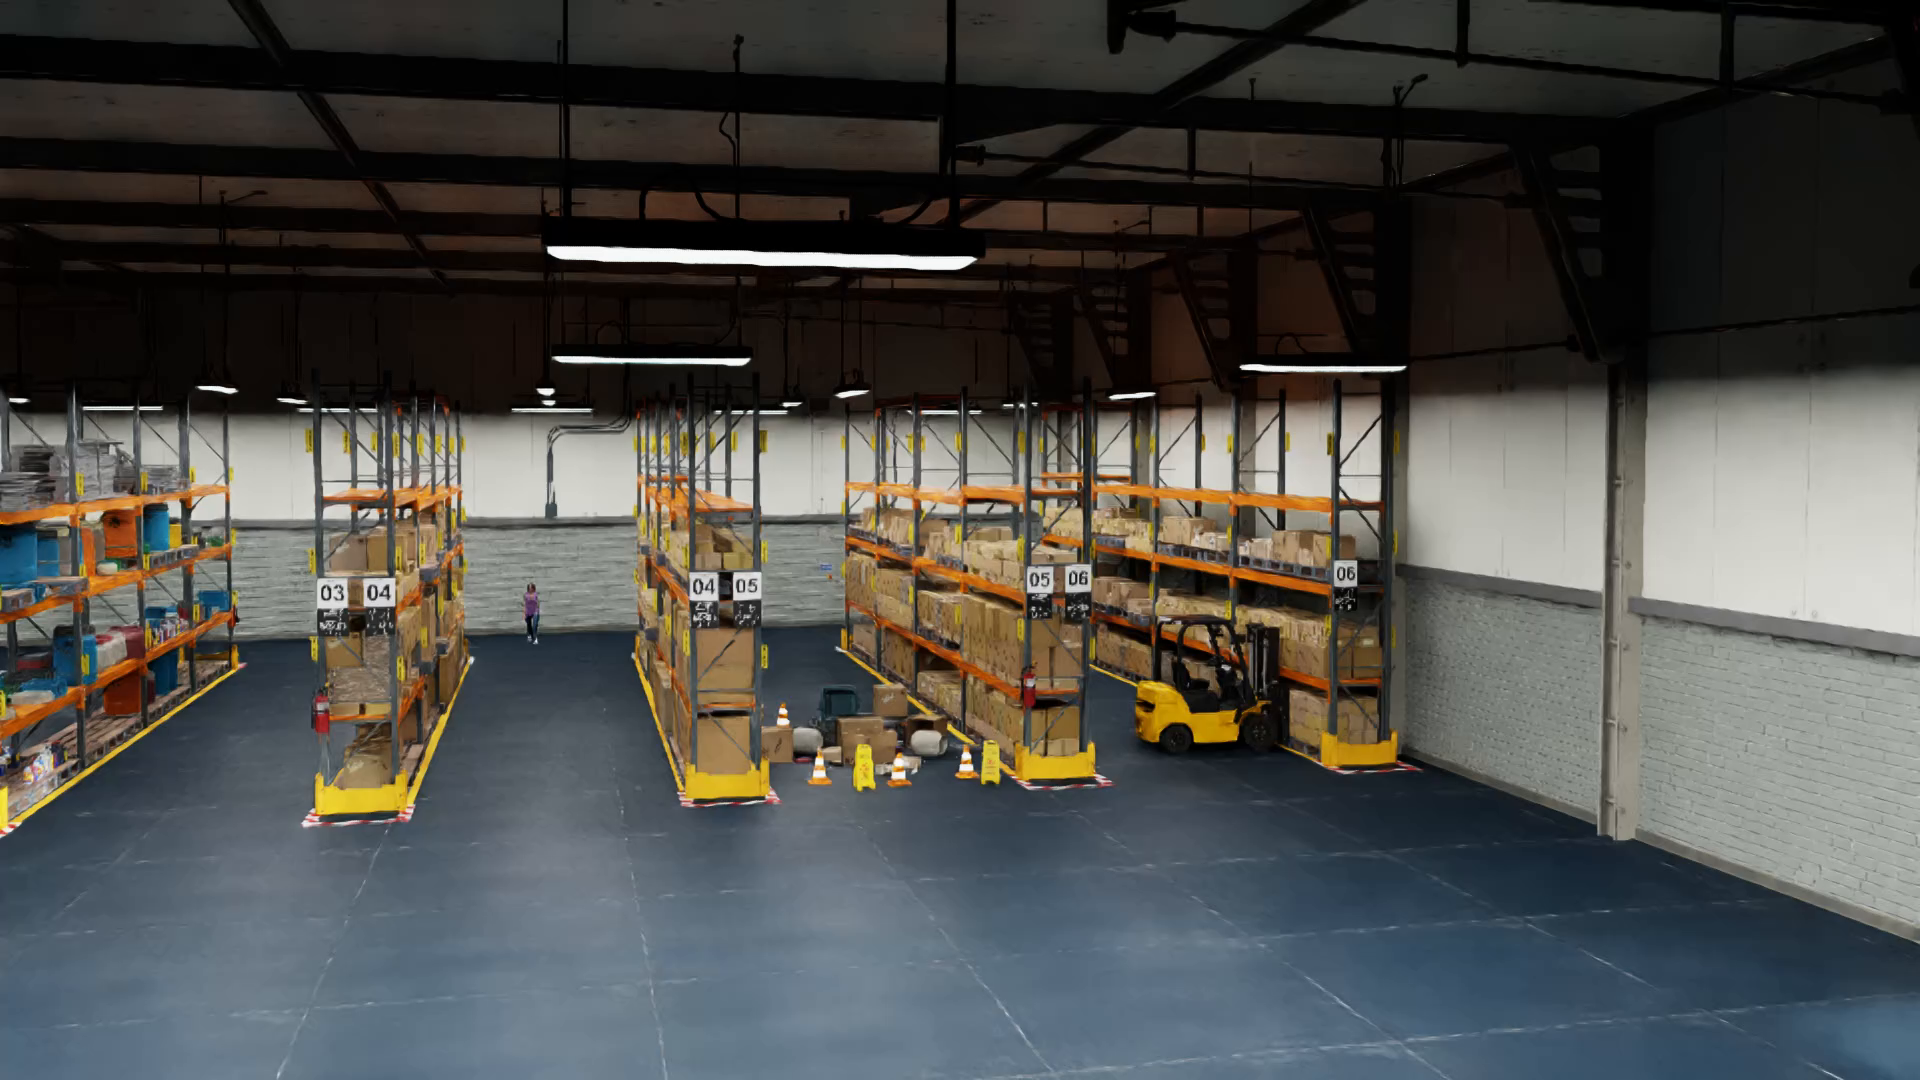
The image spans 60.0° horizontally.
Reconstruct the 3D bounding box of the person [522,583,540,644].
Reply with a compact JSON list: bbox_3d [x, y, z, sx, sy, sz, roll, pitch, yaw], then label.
[{"bbox_3d":[-10.781,1.818,41.784,0.417,1.517,1.037,-1,3,-11],"label":"person"}]
